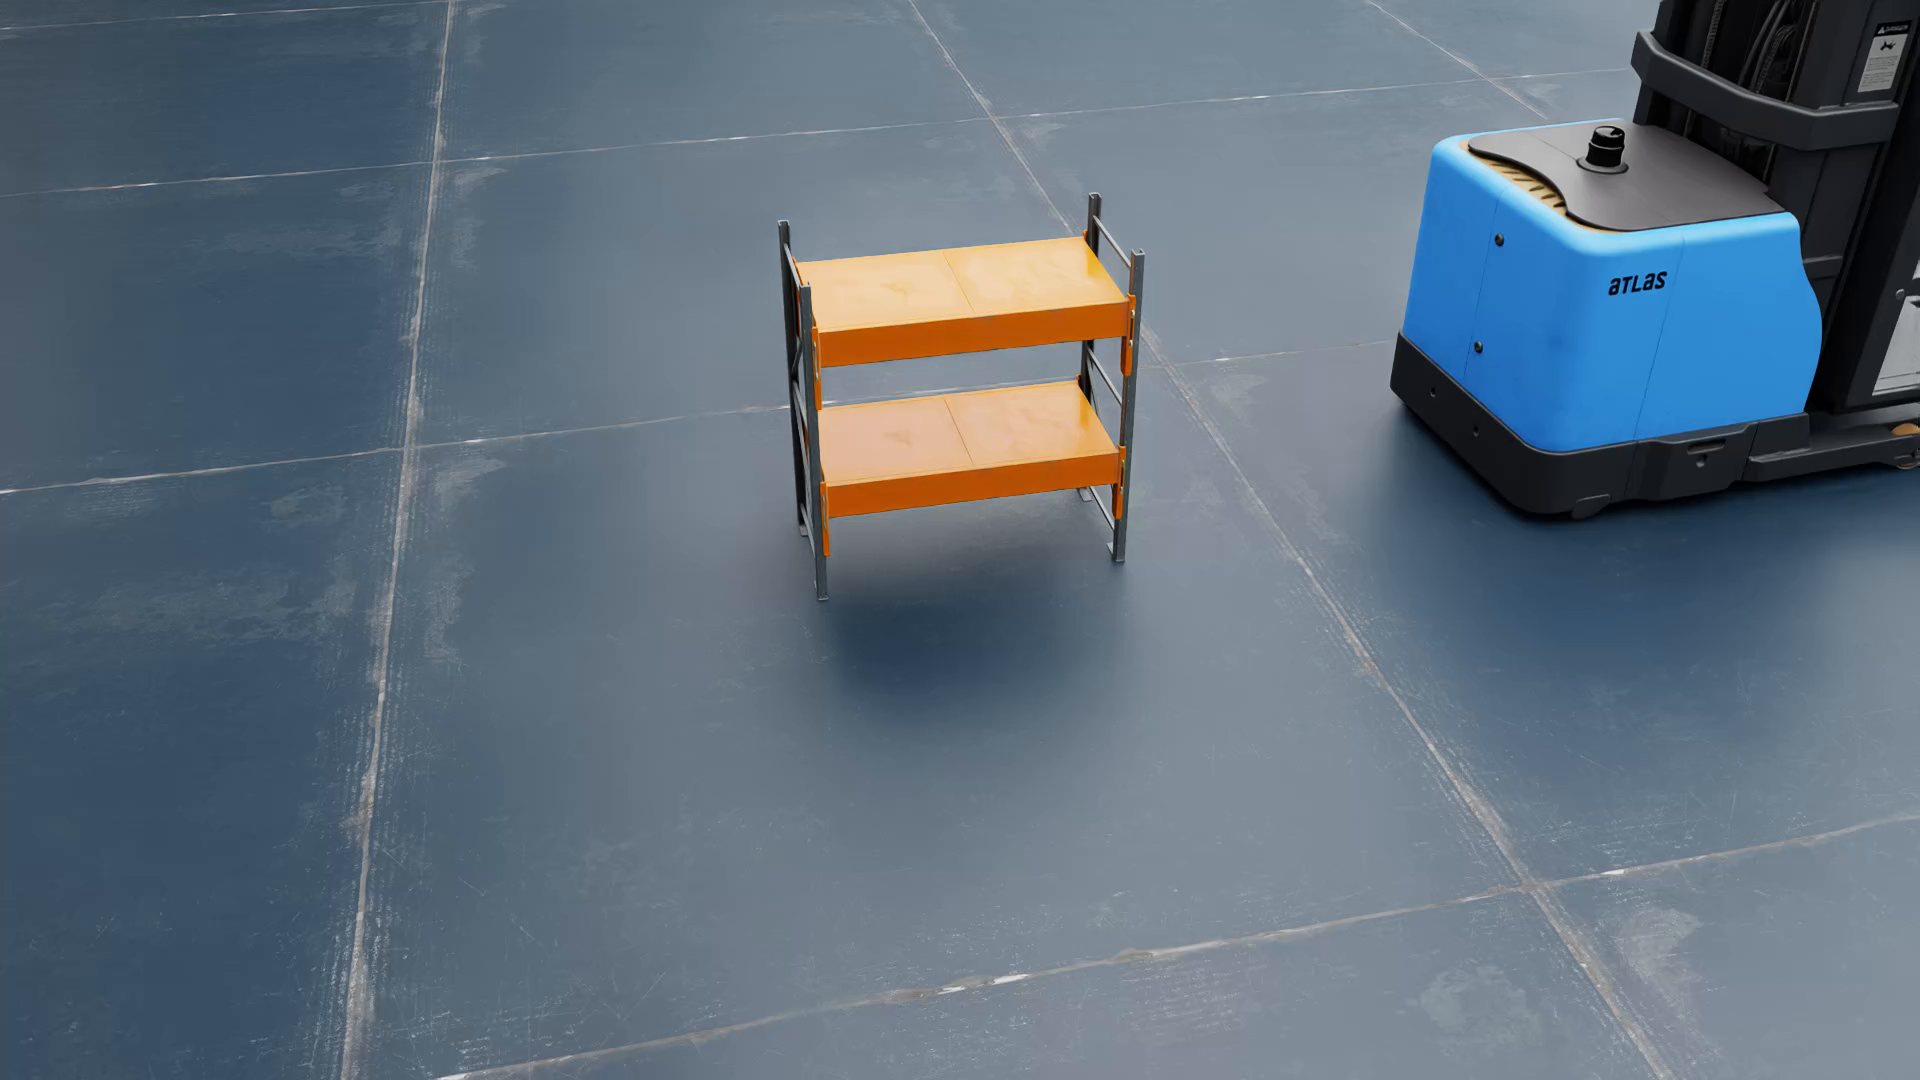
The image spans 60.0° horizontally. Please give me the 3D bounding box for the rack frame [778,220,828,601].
[{"bbox_3d":[-0.502,-0.404,5.342,0.032,1.125,0.500,-7,35,-11],"label":"rack frame"}]

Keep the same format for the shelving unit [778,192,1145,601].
[{"bbox_3d":[-0.007,-0.466,5.435,1.048,1.125,0.538,-7,35,-11],"label":"shelving unit"}]

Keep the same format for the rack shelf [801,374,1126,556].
[{"bbox_3d":[-0.007,-0.263,5.572,1.000,0.278,0.538,-7,35,-11],"label":"rack shelf"}]

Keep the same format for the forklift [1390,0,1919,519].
[{"bbox_3d":[3.259,-1.751,5.728,3.031,2.935,1.130,-9,35,-14],"label":"forklift"}]

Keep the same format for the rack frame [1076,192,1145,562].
[{"bbox_3d":[0.489,-0.529,5.528,0.032,1.125,0.500,-7,35,-11],"label":"rack frame"}]

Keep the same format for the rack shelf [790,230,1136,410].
[{"bbox_3d":[-0.007,-0.709,5.272,1.000,0.278,0.538,-7,35,-11],"label":"rack shelf"}]
